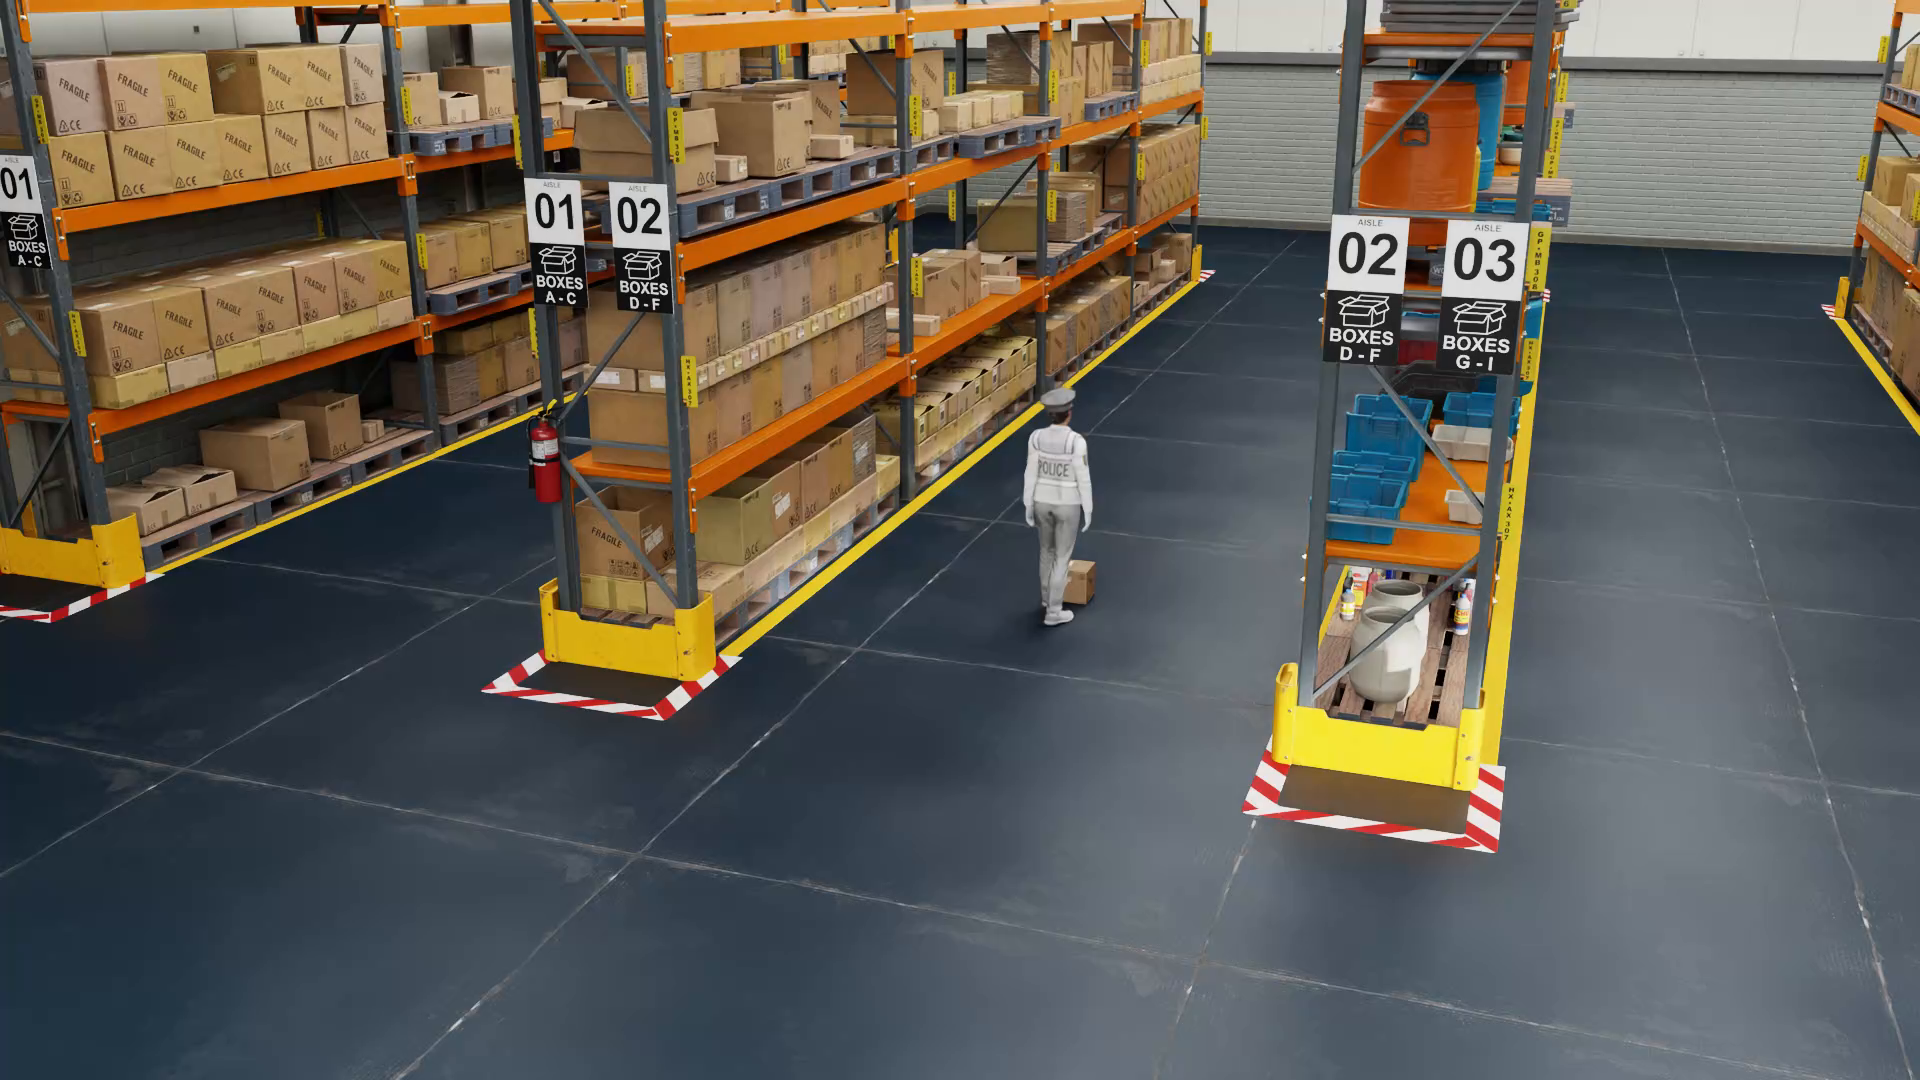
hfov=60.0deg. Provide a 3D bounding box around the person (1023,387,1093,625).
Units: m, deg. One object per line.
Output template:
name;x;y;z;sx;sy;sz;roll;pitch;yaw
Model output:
person;0.747;-0.256;11.766;0.504;1.673;0.590;11;22;30
